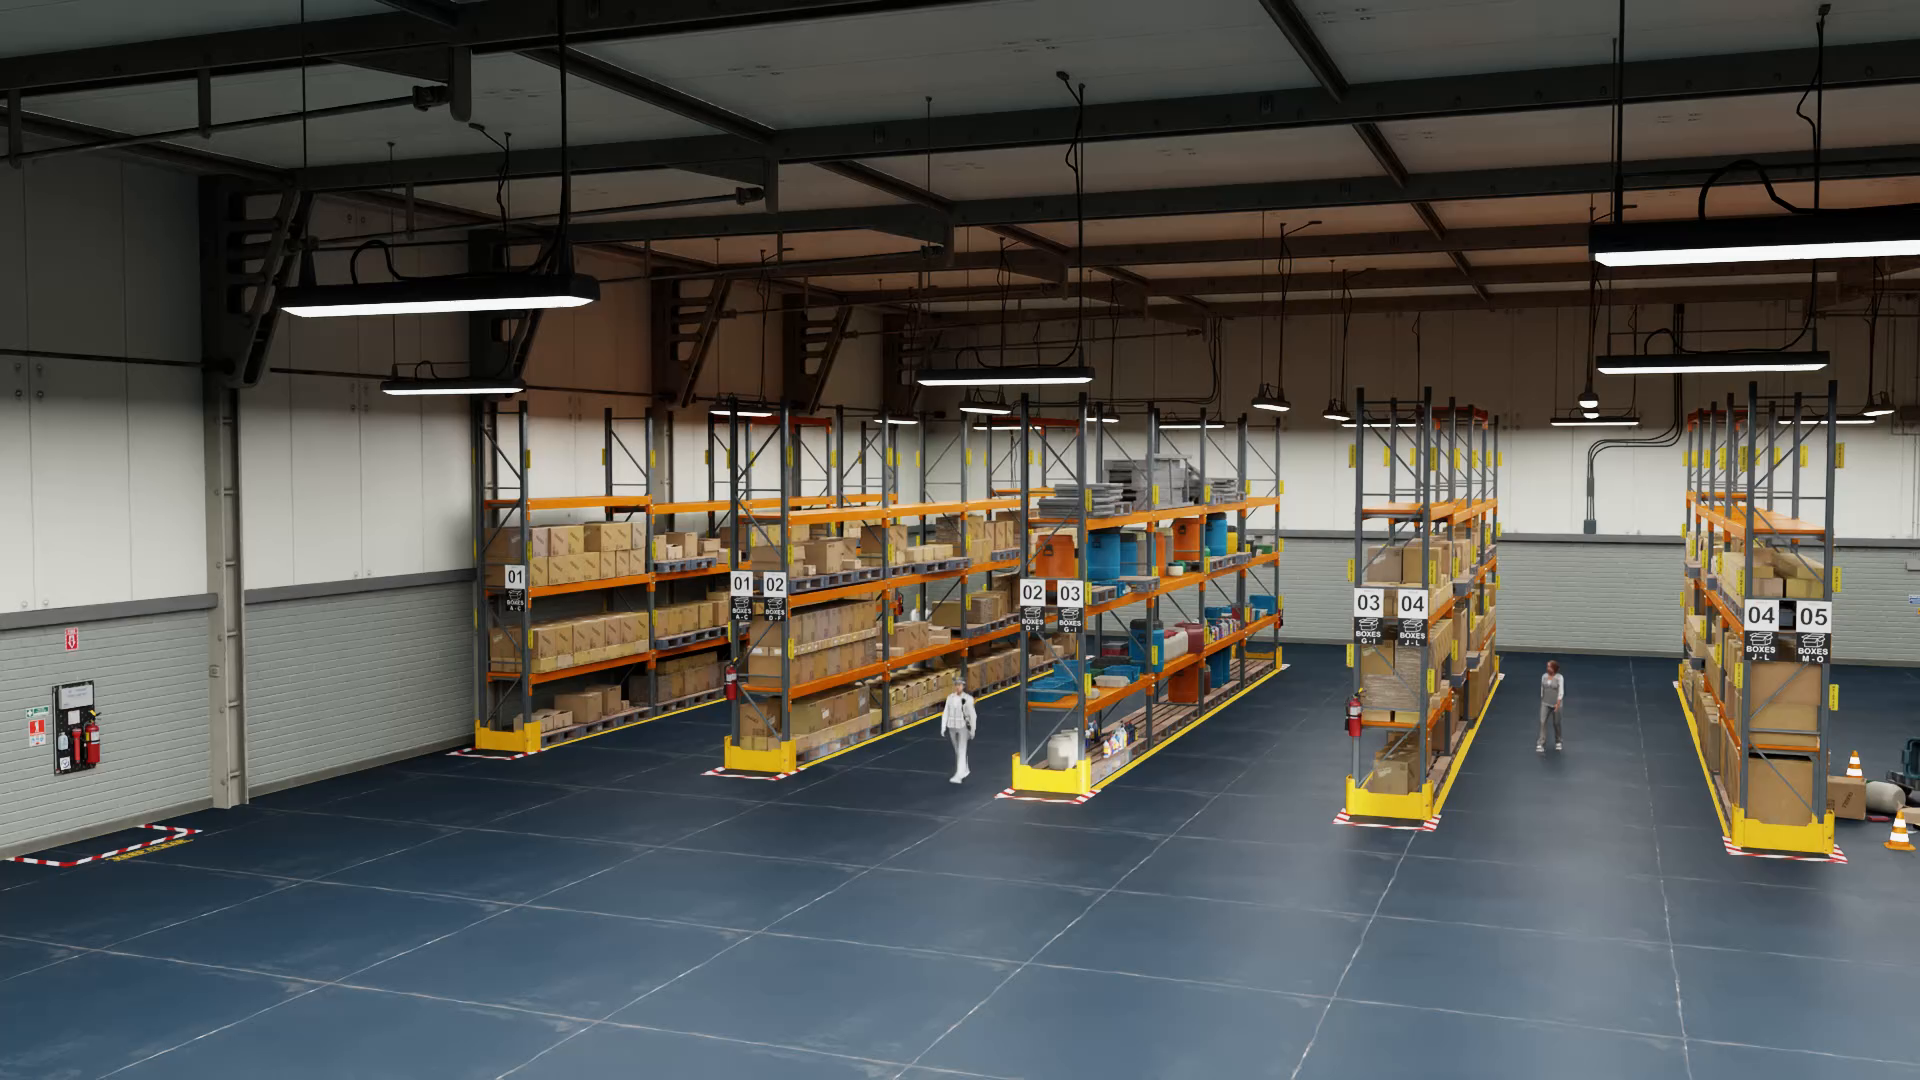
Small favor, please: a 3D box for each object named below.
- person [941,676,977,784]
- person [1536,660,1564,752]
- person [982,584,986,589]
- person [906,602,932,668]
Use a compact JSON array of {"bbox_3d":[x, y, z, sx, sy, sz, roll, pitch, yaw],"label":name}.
[{"bbox_3d":[-0.036,2.922,25.685,0.515,1.623,1.005,2,3,31],"label":"person"},{"bbox_3d":[10.059,2.825,28.317,0.428,1.554,0.898,2,3,36],"label":"person"},{"bbox_3d":[0.699,2.006,43.354,0.783,1.740,0.578,1,3,22],"label":"person"},{"bbox_3d":[-0.974,2.216,38.874,0.621,1.713,1.054,1,3,16],"label":"person"}]
